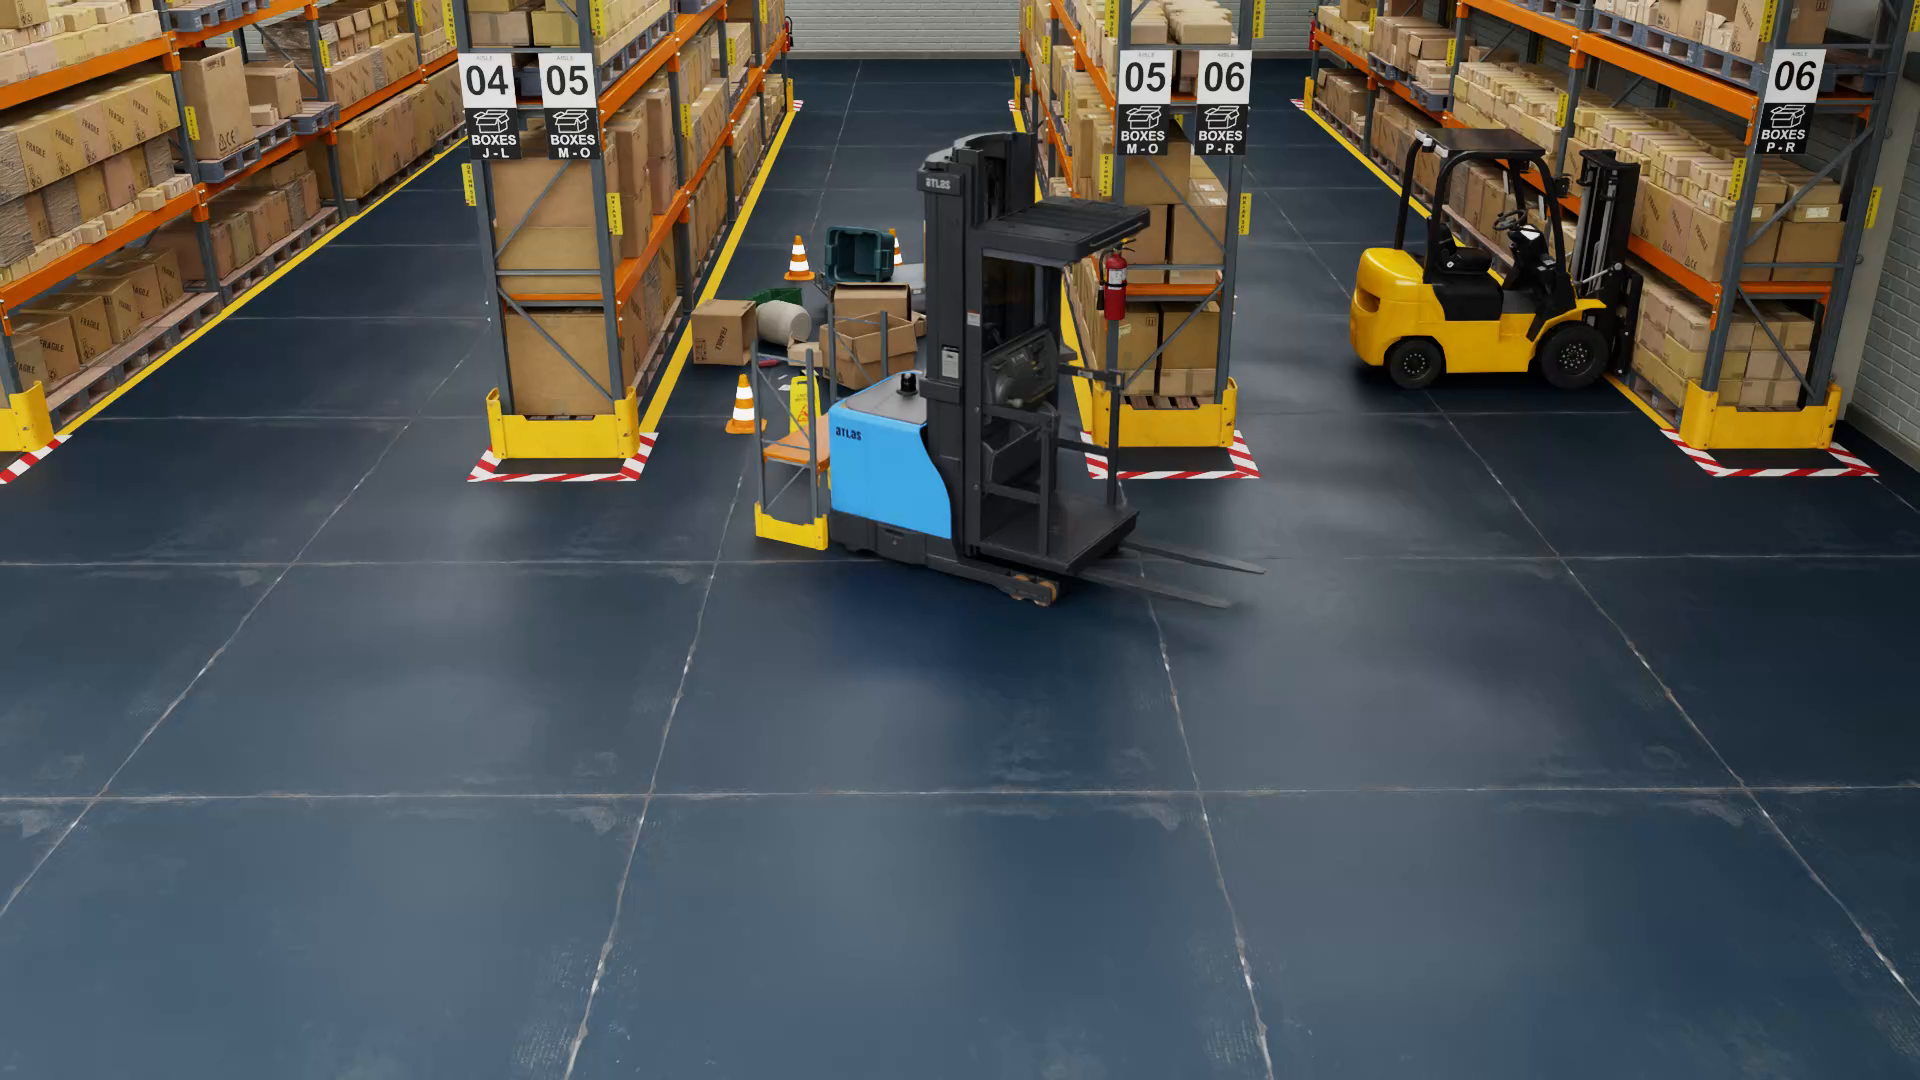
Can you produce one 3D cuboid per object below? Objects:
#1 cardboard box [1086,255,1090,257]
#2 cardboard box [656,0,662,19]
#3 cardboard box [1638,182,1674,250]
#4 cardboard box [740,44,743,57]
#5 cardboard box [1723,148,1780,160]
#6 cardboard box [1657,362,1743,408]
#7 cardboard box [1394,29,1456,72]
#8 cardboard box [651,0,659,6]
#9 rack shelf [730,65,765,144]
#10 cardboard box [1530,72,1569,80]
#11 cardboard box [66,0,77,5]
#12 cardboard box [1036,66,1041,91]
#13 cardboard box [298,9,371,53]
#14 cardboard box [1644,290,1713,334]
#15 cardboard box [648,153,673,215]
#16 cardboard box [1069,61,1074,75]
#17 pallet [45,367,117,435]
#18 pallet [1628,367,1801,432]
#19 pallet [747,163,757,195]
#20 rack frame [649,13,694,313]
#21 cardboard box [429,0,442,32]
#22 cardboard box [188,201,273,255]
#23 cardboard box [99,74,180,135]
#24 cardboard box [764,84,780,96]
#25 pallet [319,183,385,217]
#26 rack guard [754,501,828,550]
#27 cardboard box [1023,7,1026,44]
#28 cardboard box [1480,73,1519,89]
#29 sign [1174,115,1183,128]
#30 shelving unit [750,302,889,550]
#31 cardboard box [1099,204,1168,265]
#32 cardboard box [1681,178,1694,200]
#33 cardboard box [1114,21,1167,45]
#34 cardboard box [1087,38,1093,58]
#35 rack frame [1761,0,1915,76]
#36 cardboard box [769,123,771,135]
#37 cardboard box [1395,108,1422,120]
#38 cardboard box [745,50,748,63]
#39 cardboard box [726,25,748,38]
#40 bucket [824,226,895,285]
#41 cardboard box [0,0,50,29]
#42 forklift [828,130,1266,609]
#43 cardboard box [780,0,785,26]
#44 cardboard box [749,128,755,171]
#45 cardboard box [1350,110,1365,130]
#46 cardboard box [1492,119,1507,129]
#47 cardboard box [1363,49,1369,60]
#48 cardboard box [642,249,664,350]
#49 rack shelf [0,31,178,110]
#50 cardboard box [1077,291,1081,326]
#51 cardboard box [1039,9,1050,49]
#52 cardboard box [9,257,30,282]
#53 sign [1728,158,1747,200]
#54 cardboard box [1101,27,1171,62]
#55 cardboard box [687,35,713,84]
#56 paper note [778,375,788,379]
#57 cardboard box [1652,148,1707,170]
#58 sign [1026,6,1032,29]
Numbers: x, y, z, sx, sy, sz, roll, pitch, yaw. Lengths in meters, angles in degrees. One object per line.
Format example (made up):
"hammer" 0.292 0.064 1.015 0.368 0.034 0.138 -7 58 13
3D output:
"cardboard box" 1.346 -2.784 15.778 0.380 0.149 0.250 1 24 2
"cardboard box" -2.963 -4.893 15.346 0.380 0.149 0.250 0 24 0
"cardboard box" 6.392 -2.874 14.727 0.500 0.500 0.500 -1 24 -2
"cardboard box" -3.166 -6.678 22.693 0.380 0.149 0.250 -1 24 -3
"cardboard box" 6.966 -3.354 14.640 0.380 0.149 0.250 -1 24 -2
"cardboard box" 6.341 -1.333 14.267 0.500 0.250 0.500 0 24 0
"cardboard box" 6.327 -6.647 22.559 0.700 0.500 0.500 0 24 -1
"cardboard box" -3.026 -5.023 15.150 0.500 0.250 0.500 0 24 -1
"rack shelf" -3.359 -5.907 22.428 1.077 0.370 4.000 0 24 -1
"cardboard box" 6.909 -5.391 19.506 0.380 0.149 0.250 -1 24 -2
"cardboard box" -8.488 -5.017 15.645 0.380 0.149 0.250 -1 24 -3
"cardboard box" 1.301 -6.242 22.476 0.500 0.250 0.500 -1 24 -1
"cardboard box" -8.308 -6.779 22.144 0.797 0.503 0.637 1 24 1
"cardboard box" 6.333 -1.995 14.518 0.500 0.250 0.500 0 24 0
"cardboard box" -3.249 -3.453 15.945 0.875 0.550 0.550 0 24 -1
"cardboard box" 1.377 -5.081 17.948 0.380 0.149 0.250 -1 24 -3
"pallet" -8.185 -1.229 14.596 1.003 0.211 1.213 0 24 -1
"pallet" 6.612 -1.247 14.633 1.003 0.211 1.213 0 24 -1
"pallet" -3.355 -4.964 22.853 1.003 0.211 1.213 0 24 -1
"rack frame" -3.294 -3.763 16.813 1.000 3.000 0.127 0 24 -1
"cardboard box" -8.089 -7.889 24.847 0.500 0.500 0.500 0 24 -1
"cardboard box" -8.233 -3.524 18.784 0.700 0.500 0.500 -2 24 -5
"cardboard box" -7.974 -4.234 16.160 0.500 0.500 0.500 0 24 -1
"cardboard box" -3.092 -7.227 26.699 0.380 0.149 0.250 1 24 1
"pallet" -8.231 -4.485 21.794 1.003 0.211 1.213 0 24 -1
"rack guard" -1.225 -0.107 12.067 0.587 0.250 0.087 12 27 25
"cardboard box" 1.263 -8.200 26.502 0.500 0.500 0.500 0 24 -1
"cardboard box" 6.332 -5.384 19.488 0.380 0.149 0.250 0 24 0
"sign" 2.197 -4.227 16.788 0.100 0.325 0.005 0 24 -1
"shelving unit" -0.994 -0.858 12.211 0.587 1.500 1.083 12 27 25
"cardboard box" 1.417 -2.582 13.720 0.500 0.500 0.500 -1 24 -1
"cardboard box" 6.412 -2.999 14.217 0.380 0.149 0.250 0 24 -1
"cardboard box" 1.400 -3.932 12.884 0.380 0.149 0.250 0 24 0
"cardboard box" 1.339 -4.418 14.926 0.380 0.149 0.250 -1 24 -2
"rack frame" 6.662 -4.936 12.126 1.000 3.000 0.127 0 24 -1
"cardboard box" -3.067 -6.213 25.180 0.380 0.149 0.250 0 24 1
"cardboard box" 6.380 -6.014 23.526 0.380 0.149 0.250 -1 24 -1
"cardboard box" -3.175 -6.764 23.243 0.380 0.149 0.250 0 24 -1
"cardboard box" -3.178 -7.132 23.336 0.380 0.149 0.250 -1 24 -2
"bucket" -0.987 -2.918 17.073 0.726 0.611 0.620 8 16 18
"cardboard box" -7.957 -4.522 13.763 0.500 0.500 0.500 0 24 -1
"forklift" 0.589 -1.140 11.096 3.031 2.935 1.130 14 28 28
"cardboard box" -3.162 -8.705 27.257 0.500 0.500 0.500 0 24 1
"cardboard box" -3.115 -5.385 22.923 0.500 0.500 0.500 -1 24 -2
"cardboard box" 6.227 -6.468 25.602 0.396 0.266 0.258 1 24 1
"cardboard box" 6.352 -4.613 18.875 0.500 0.250 0.500 1 24 1
"cardboard box" 6.250 -7.270 24.872 0.380 0.149 0.250 0 24 1
"cardboard box" -3.343 -2.355 15.769 0.875 0.875 0.875 0 24 0
"rack shelf" -8.233 -3.997 14.563 1.077 0.370 4.000 0 24 -1
"cardboard box" 1.408 -2.301 16.408 0.500 0.250 0.500 1 24 2
"cardboard box" 1.333 -6.812 22.221 0.500 0.500 0.500 -1 24 -1
"cardboard box" -7.959 -2.241 13.753 0.380 0.149 0.250 0 24 -1
"sign" 6.119 -2.841 13.082 0.100 0.325 0.005 0 24 -1
"cardboard box" 1.433 -4.029 13.583 0.500 0.250 0.500 -1 24 -1
"cardboard box" -3.342 -5.727 19.821 0.700 0.500 0.500 0 24 -1
"paper note" -1.650 -1.518 15.478 0.032 0.001 0.123 13 27 27
"cardboard box" 6.333 -3.351 14.633 0.380 0.149 0.250 0 24 0
"sign" 1.013 -7.550 24.041 0.100 0.325 0.005 0 24 -1
